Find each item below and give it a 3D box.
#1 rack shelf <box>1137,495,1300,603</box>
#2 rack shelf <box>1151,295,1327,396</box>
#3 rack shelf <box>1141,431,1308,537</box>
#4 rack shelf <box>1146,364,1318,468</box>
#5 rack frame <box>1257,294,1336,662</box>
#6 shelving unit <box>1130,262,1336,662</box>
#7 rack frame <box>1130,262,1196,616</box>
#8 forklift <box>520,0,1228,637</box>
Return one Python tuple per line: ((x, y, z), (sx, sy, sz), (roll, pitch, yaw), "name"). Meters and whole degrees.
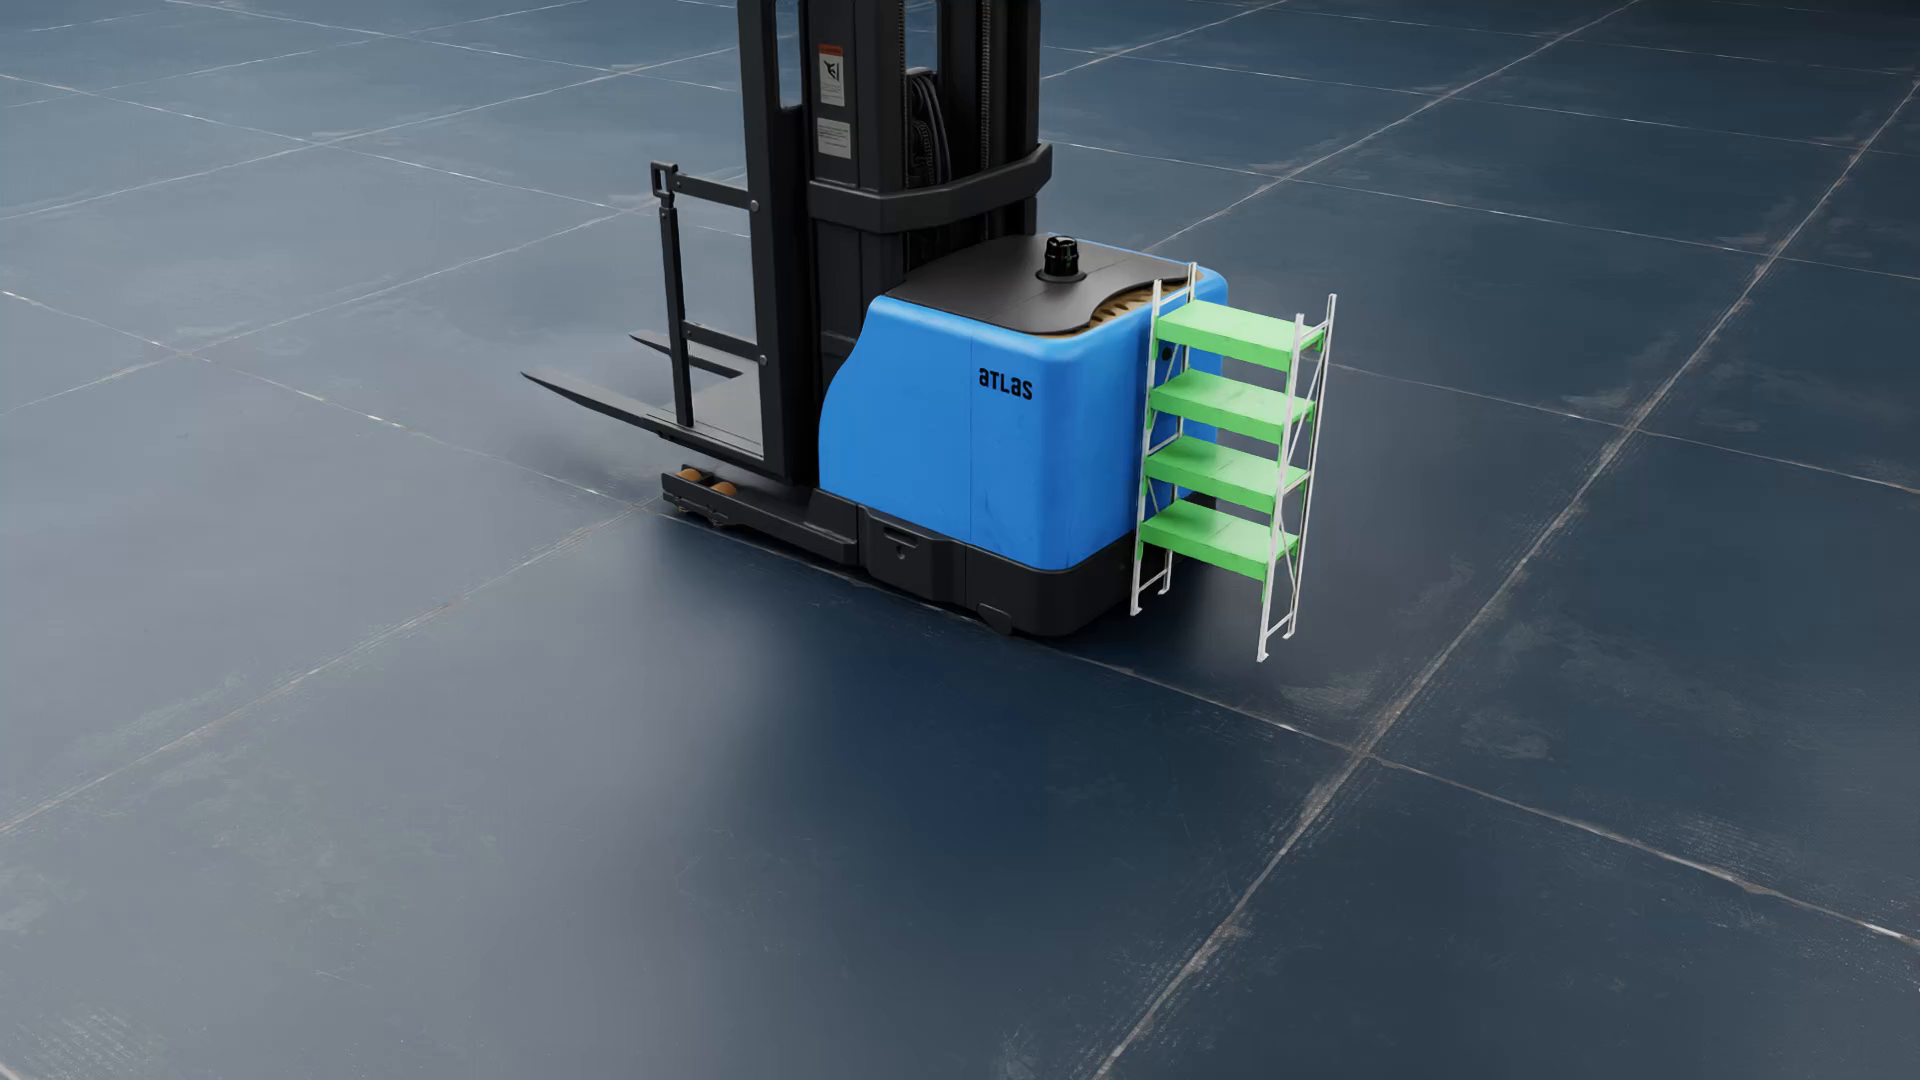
((0.863, 0.024, 5.540), (0.480, 0.148, 0.258), (20, 33, 32), "rack shelf")
((0.873, -0.614, 5.206), (0.480, 0.148, 0.258), (20, 33, 32), "rack shelf")
((0.866, -0.189, 5.429), (0.480, 0.148, 0.258), (20, 33, 32), "rack shelf")
((0.870, -0.401, 5.317), (0.480, 0.148, 0.258), (20, 33, 32), "rack shelf")
((1.062, -0.175, 5.271), (0.015, 1.200, 0.240), (20, 33, 32), "rack frame")
((0.867, -0.245, 5.399), (0.503, 1.200, 0.258), (20, 33, 32), "shelving unit")
((0.672, -0.316, 5.527), (0.015, 1.200, 0.240), (20, 33, 32), "rack frame")
((-0.525, -1.523, 6.010), (3.031, 2.935, 1.130), (20, 33, 34), "forklift")
